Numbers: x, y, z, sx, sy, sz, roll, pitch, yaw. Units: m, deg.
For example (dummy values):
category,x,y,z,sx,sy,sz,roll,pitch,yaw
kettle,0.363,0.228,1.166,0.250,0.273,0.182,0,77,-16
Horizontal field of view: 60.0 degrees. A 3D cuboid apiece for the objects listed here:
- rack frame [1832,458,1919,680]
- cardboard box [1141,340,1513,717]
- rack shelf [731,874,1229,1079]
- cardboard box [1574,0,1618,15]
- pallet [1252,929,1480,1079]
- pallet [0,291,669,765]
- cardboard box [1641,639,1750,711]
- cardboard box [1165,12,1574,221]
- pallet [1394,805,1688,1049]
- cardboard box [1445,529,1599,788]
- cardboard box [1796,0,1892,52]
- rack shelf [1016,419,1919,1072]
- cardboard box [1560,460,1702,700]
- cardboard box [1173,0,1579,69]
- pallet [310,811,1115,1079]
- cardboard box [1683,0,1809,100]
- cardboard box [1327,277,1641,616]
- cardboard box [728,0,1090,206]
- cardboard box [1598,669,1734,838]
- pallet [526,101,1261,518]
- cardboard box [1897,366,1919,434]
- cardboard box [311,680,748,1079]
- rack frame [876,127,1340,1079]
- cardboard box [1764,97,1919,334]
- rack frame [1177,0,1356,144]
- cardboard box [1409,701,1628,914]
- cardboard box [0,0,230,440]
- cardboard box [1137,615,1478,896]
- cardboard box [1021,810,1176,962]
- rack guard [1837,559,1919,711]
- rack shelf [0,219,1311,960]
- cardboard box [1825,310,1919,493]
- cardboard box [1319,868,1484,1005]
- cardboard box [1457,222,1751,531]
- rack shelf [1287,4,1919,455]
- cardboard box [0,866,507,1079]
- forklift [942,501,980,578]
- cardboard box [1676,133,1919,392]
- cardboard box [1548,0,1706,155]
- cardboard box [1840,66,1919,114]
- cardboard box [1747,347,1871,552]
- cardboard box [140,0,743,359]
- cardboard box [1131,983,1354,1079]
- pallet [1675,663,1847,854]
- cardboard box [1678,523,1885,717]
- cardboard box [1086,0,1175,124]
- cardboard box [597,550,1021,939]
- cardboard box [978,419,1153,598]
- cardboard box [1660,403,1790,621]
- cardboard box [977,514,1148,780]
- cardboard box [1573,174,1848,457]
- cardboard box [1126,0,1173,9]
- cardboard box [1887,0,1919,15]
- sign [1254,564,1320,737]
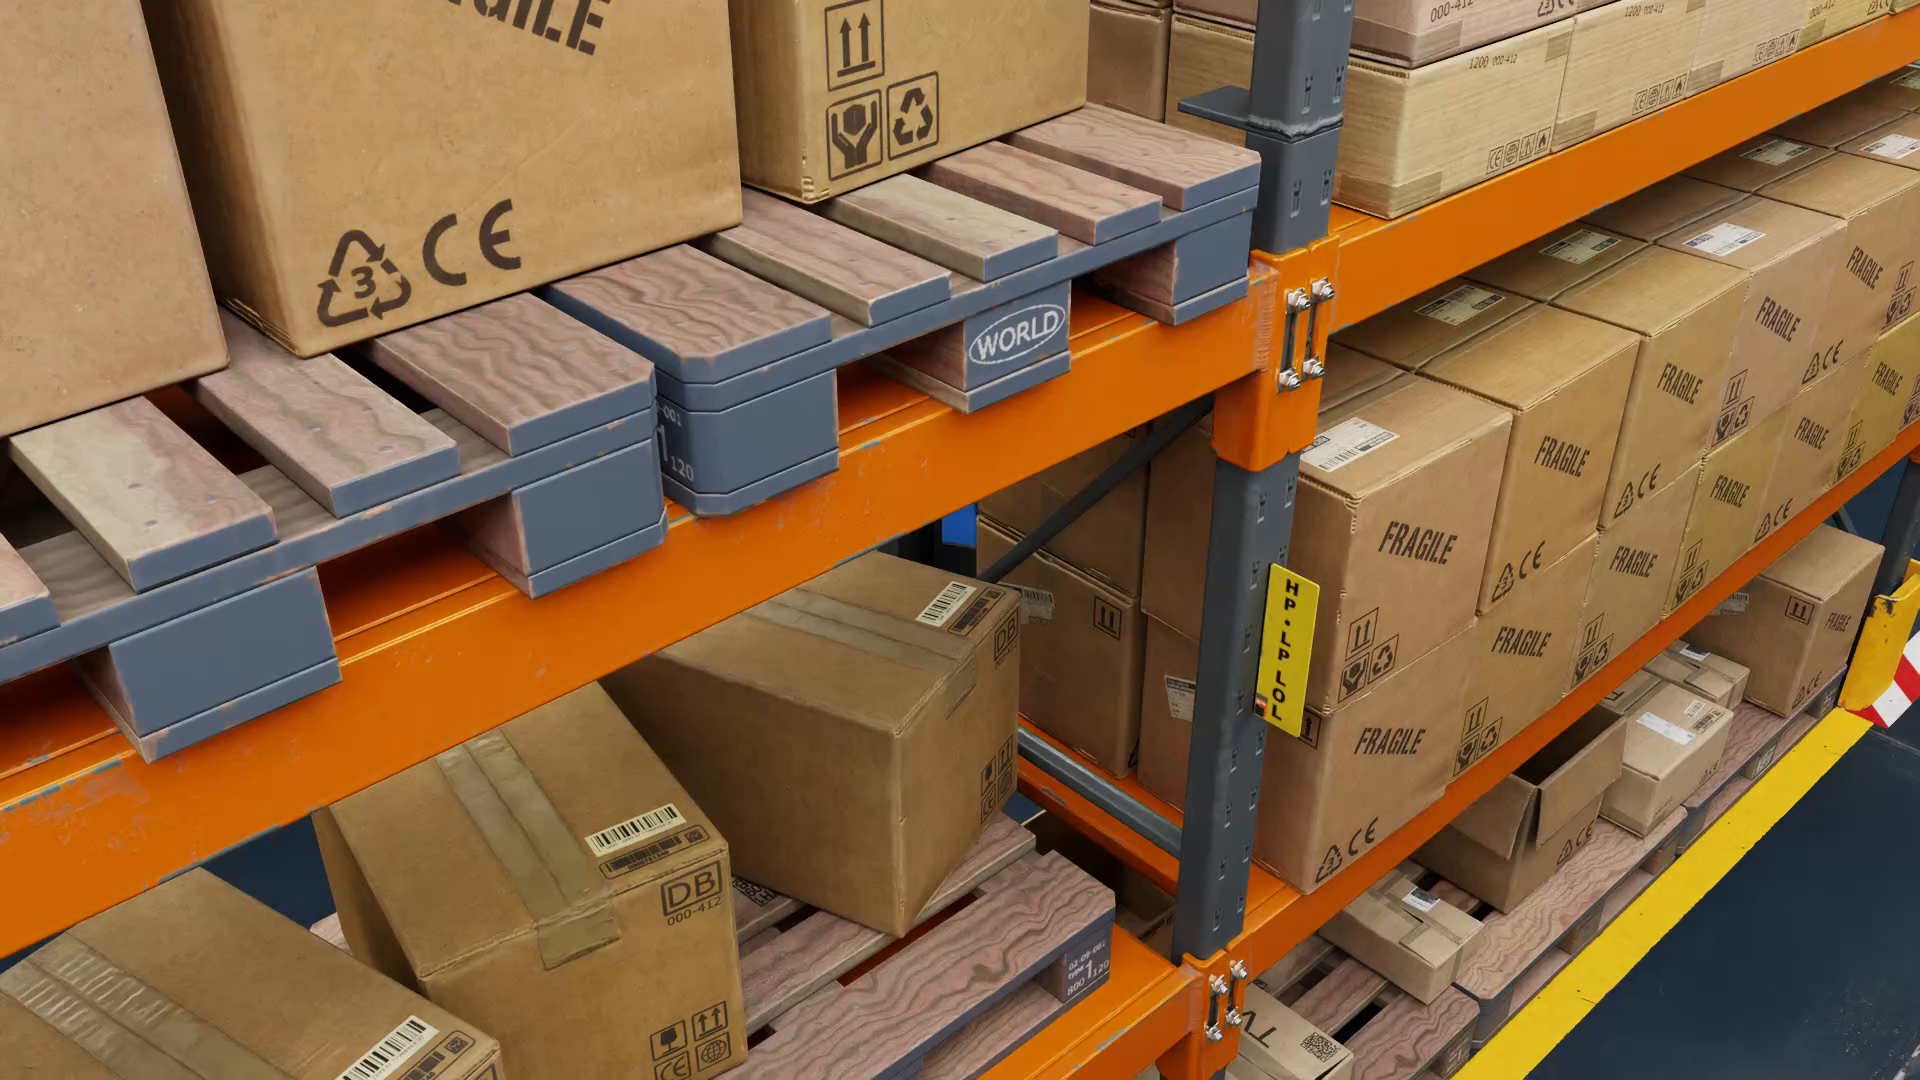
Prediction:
category,x,y,z,sx,sy,sz,roll,pitch,yaw
rack frame,3.129,-0.938,5.908,0.127,3.000,1.000,-26,40,-35
cardboard box,0.733,-0.048,3.398,0.500,0.500,0.500,-25,39,-34
rack shelf,-1.270,1.497,2.615,4.000,0.370,1.077,-26,40,-35
cardboard box,1.087,-1.203,3.132,0.500,0.250,0.500,-26,40,-35
pallet,0.700,1.428,4.713,1.213,0.211,1.003,-26,40,-35
pallet,-1.088,-0.145,1.916,1.003,0.211,1.213,-26,40,-35
cardboard box,2.540,0.480,5.884,0.250,0.166,0.380,-26,40,-35
cardboard box,0.721,-0.812,2.972,0.500,0.250,0.500,-26,40,-35
pallet,1.595,0.993,5.424,1.213,0.211,1.003,-26,40,-35
cardboard box,1.128,0.179,3.986,0.500,0.500,0.500,-25,39,-35
cardboard box,1.822,-1.344,3.840,0.500,0.250,0.500,-26,40,-35
rack shelf,1.663,0.079,4.936,4.000,0.370,1.077,-26,40,-35
cardboard box,1.497,0.003,4.275,0.500,0.500,0.500,-26,40,-36
cardboard box,0.722,-1.025,2.841,0.500,0.250,0.500,-26,40,-35
pallet,-0.464,0.805,3.243,1.213,0.211,1.003,-26,40,-35
cardboard box,1.458,-1.165,3.548,0.500,0.250,0.500,-26,40,-35
cardboard box,1.111,-0.231,3.698,0.500,0.500,0.500,-27,41,-37
cardboard box,-0.223,-0.913,2.397,0.600,0.600,0.600,25,39,35
cardboard box,2.181,0.660,5.509,0.500,0.250,0.500,-26,40,-35
pallet,-0.330,-0.514,2.520,1.003,0.211,1.213,-26,40,-35
cardboard box,2.986,-0.717,5.452,0.500,0.500,0.500,-24,39,-34
cardboard box,-0.765,0.610,2.879,0.500,0.500,0.700,-19,36,-28
rack frame,0.196,0.481,3.588,0.127,3.000,1.000,-26,40,-35
cardboard box,2.620,-0.964,4.897,0.500,0.500,0.500,-25,39,-34
rack frame,0.196,-2.078,2.023,0.127,3.000,1.000,-26,40,-35
cardboard box,1.570,0.690,5.217,0.637,0.503,0.797,-26,40,-35
cardboard box,-1.200,-0.438,1.622,0.600,0.600,0.600,27,41,37
cardboard box,0.755,0.362,3.687,0.500,0.500,0.500,-25,39,-34
cardboard box,0.421,1.049,4.633,0.500,0.500,0.500,-26,40,-35
rack guard,3.073,0.156,6.516,0.348,0.500,1.175,-26,40,-35
rack shelf,-1.270,0.218,1.833,4.000,0.370,1.077,-26,40,-35
cardboard box,2.608,-0.532,5.149,0.500,0.500,0.500,-25,40,-35
cardboard box,1.278,1.125,4.828,0.250,0.166,0.380,-26,40,-35
cardboard box,1.488,-0.413,3.996,0.500,0.500,0.500,-27,41,-37
rack shelf,1.663,-1.201,4.153,4.000,0.370,1.077,-26,40,-35
cardboard box,-1.057,0.910,2.389,0.700,0.500,0.500,18,36,27
forklift,0.647,-1.138,6.302,3.031,2.935,1.130,10,33,16
cardboard box,2.243,-0.779,4.594,0.500,0.500,0.500,-25,39,-34
cardboard box,1.090,-0.988,3.259,0.500,0.250,0.500,-26,40,-35
cardboard box,2.990,-1.144,5.191,0.500,0.500,0.500,-26,40,-36
cardboard box,2.238,-0.357,4.863,0.500,0.500,0.500,-25,40,-35
cardboard box,-0.698,-0.667,1.996,0.600,0.600,0.600,-26,40,-36
cardboard box,0.651,1.374,4.283,0.500,0.311,0.500,-26,40,-35
pallet,2.490,0.562,6.129,1.213,0.211,1.003,-26,40,-35
cardboard box,2.898,0.228,5.976,0.500,0.500,0.500,-26,40,-35
cardboard box,0.372,-1.009,3.293,0.500,0.250,0.500,-26,40,-35
cardboard box,-0.303,0.342,3.317,0.700,0.500,0.500,15,35,23
cardboard box,0.391,-0.266,3.756,0.500,0.500,0.500,-26,40,-35
cardboard box,1.869,-0.178,4.571,0.500,0.500,0.500,-26,40,-36
cardboard box,0.388,0.163,4.012,0.500,0.500,0.500,-25,39,-35
cardboard box,1.866,-0.596,4.296,0.500,0.500,0.500,-24,39,-34
cardboard box,0.368,-1.224,3.166,0.500,0.250,0.500,-26,40,-35
cardboard box,2.200,-1.515,4.120,0.500,0.250,0.500,-26,40,-35
sign,0.576,0.198,2.941,0.005,0.325,0.100,-26,40,-35
